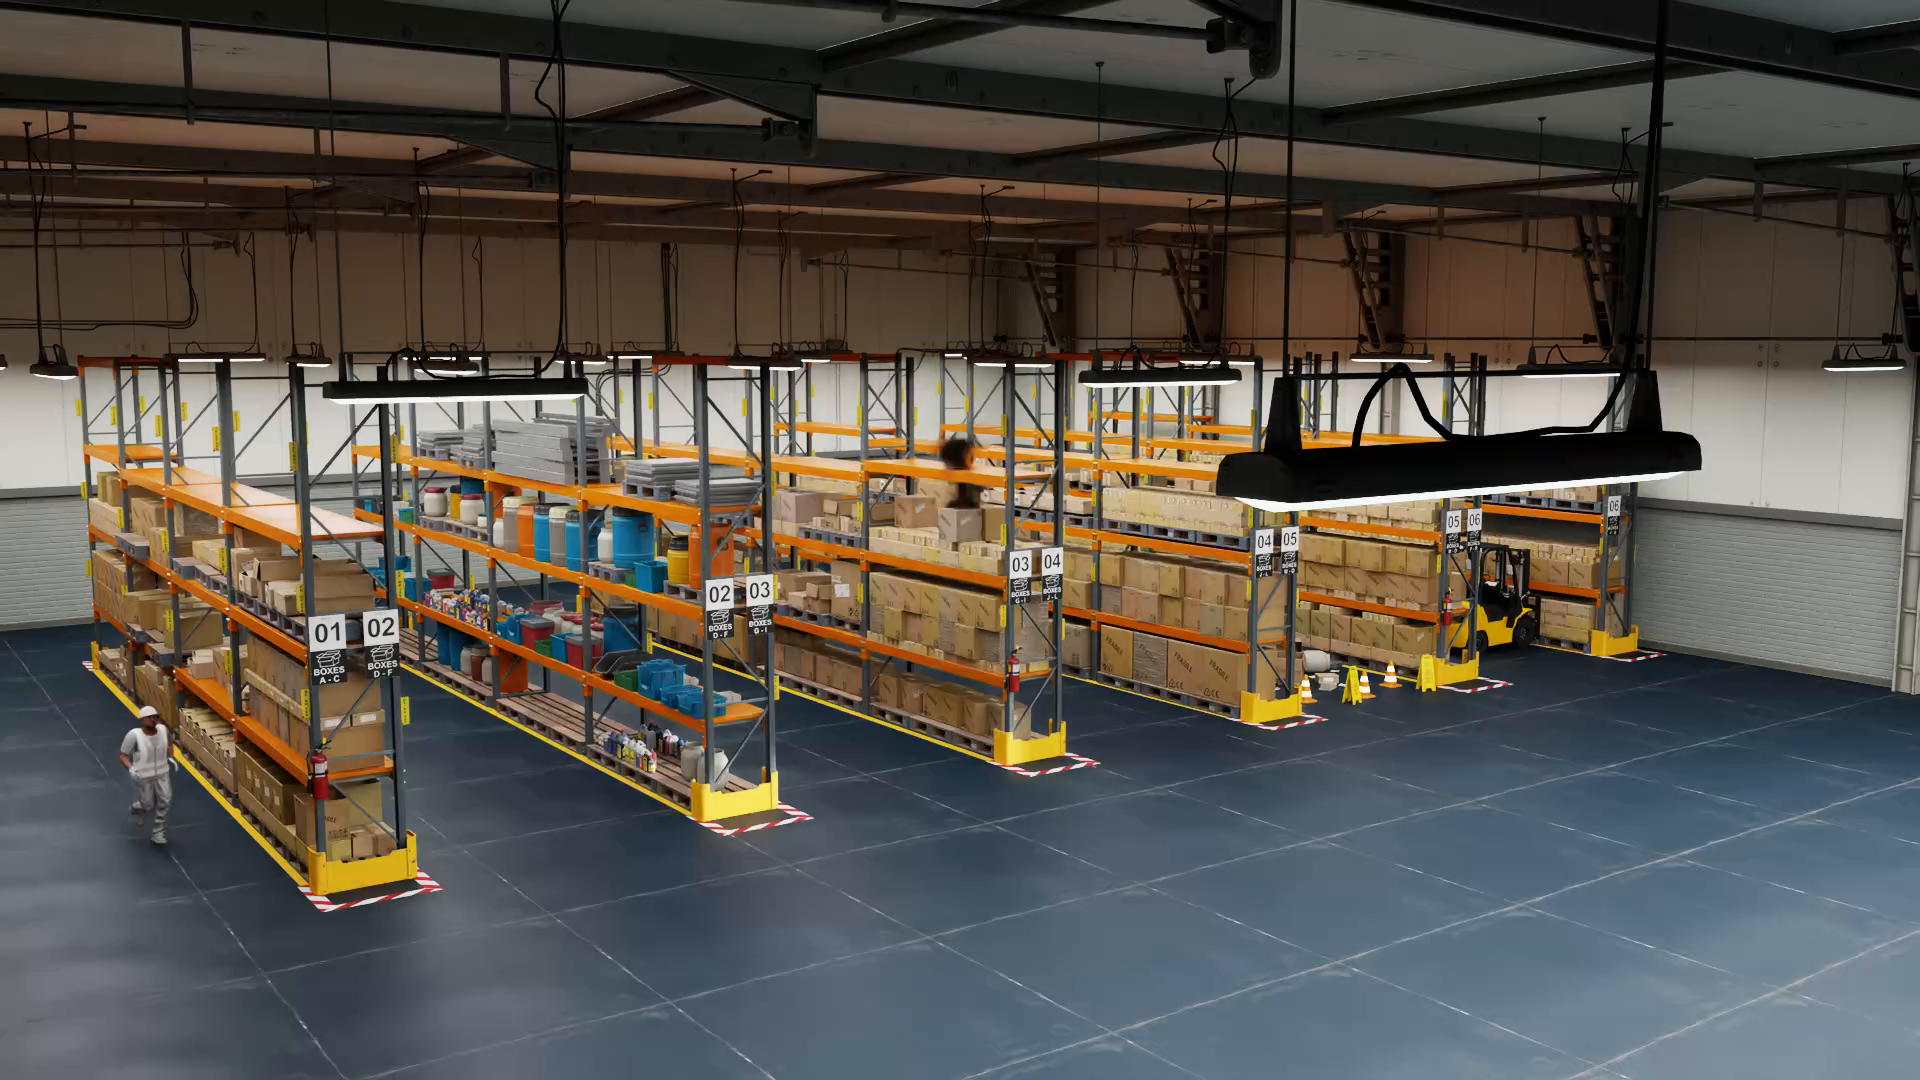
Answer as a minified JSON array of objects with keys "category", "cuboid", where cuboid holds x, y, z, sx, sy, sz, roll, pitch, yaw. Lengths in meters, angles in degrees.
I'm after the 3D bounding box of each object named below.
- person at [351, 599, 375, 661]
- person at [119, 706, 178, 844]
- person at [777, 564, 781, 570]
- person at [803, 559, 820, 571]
[{"category":"person","cuboid":[-11.677,1.669,32.257,0.651,1.624,0.951,-4,8,-27]},{"category":"person","cuboid":[-10.237,2.940,20.989,0.736,1.736,0.690,6,9,42]},{"category":"person","cuboid":[-4.130,1.120,36.325,0.596,1.702,0.710,-6,9,-39]},{"category":"person","cuboid":[-3.738,0.393,41.912,0.984,1.719,0.634,-4,8,-32]}]
